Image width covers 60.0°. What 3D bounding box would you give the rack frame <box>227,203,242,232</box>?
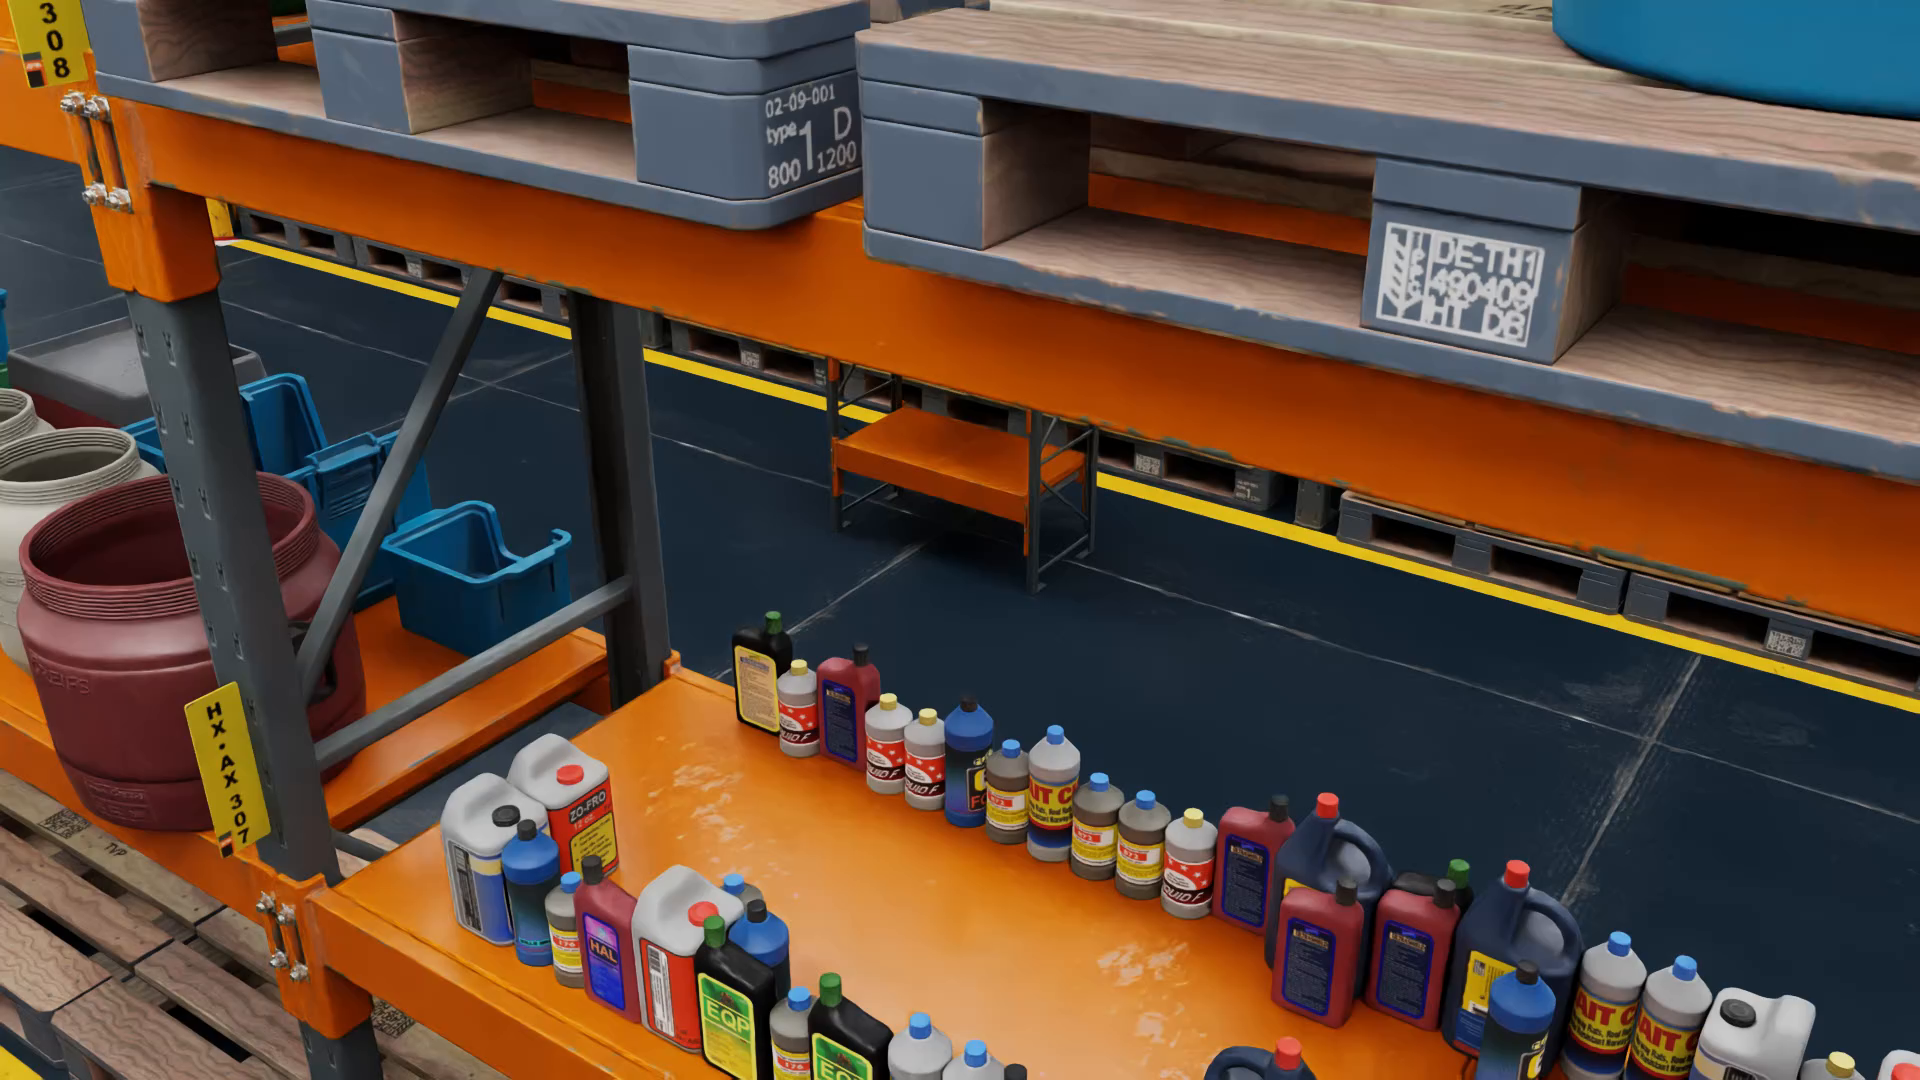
[{"bbox_3d":[-4.780,-3.629,11.074,0.127,3.000,1.000,17,32,30],"label":"rack frame"}]

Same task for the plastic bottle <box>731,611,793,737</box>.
[{"bbox_3d":[-0.418,0.273,3.536,0.133,0.283,0.061,17,32,30],"label":"plastic bottle"}]

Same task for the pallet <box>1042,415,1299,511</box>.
[{"bbox_3d":[1.158,-0.558,8.114,1.213,0.211,1.003,17,32,30],"label":"pallet"}]

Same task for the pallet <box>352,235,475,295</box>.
[{"bbox_3d":[-3.124,-1.892,10.735,1.213,0.211,1.003,17,32,30],"label":"pallet"}]

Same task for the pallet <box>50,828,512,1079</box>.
[{"bbox_3d":[-1.610,1.305,4.452,1.213,0.211,1.003,17,32,30],"label":"pallet"}]

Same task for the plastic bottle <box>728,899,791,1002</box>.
[{"bbox_3d":[-0.324,0.702,2.706,0.097,0.271,0.097,0,27,0],"label":"plastic bottle"}]

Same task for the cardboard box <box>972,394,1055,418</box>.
[{"bbox_3d":[0.403,-0.842,8.165,0.500,0.250,0.500,18,32,31],"label":"cardboard box"}]

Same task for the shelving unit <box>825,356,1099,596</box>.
[{"bbox_3d":[0.006,-0.500,6.991,1.048,1.125,0.538,17,32,30],"label":"shelving unit"}]

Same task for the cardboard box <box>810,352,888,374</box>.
[{"bbox_3d":[-0.442,-1.104,8.680,0.500,0.250,0.500,16,31,29],"label":"cardboard box"}]

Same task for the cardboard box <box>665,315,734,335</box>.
[{"bbox_3d":[-1.291,-1.367,9.198,0.500,0.250,0.500,16,31,29],"label":"cardboard box"}]

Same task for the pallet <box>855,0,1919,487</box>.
[{"bbox_3d":[0.666,-0.404,1.638,1.213,0.211,1.003,17,32,30],"label":"pallet"}]

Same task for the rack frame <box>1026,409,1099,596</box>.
[{"bbox_3d":[0.425,-0.369,6.735,0.032,1.125,0.500,17,32,30],"label":"rack frame"}]

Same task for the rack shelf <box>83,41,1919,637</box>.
[{"bbox_3d":[0.655,-0.226,1.874,4.000,0.370,1.077,17,32,30],"label":"rack shelf"}]

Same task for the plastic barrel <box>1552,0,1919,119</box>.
[{"bbox_3d":[0.810,-0.825,1.241,0.708,0.901,0.600,17,32,30],"label":"plastic barrel"}]

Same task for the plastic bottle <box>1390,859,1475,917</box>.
[{"bbox_3d":[0.786,0.648,2.799,0.133,0.283,0.061,17,32,30],"label":"plastic bottle"}]

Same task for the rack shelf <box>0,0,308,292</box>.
[{"bbox_3d":[-2.642,-1.254,3.892,4.000,0.370,1.077,17,32,30],"label":"rack shelf"}]

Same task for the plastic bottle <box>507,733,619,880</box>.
[{"bbox_3d":[-0.733,0.507,3.084,0.135,0.276,0.152,17,32,30],"label":"plastic bottle"}]

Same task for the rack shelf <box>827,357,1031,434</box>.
[{"bbox_3d":[0.006,-0.760,6.859,1.000,0.278,0.538,17,32,30],"label":"rack shelf"}]

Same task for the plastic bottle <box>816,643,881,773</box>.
[{"bbox_3d":[-0.228,0.332,3.419,0.133,0.283,0.061,17,32,30],"label":"plastic bottle"}]

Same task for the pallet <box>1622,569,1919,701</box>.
[{"bbox_3d":[3.410,0.188,6.649,1.213,0.211,1.003,17,32,30],"label":"pallet"}]

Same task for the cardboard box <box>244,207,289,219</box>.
[{"bbox_3d":[-4.464,-2.370,11.168,0.500,0.250,0.500,17,32,30],"label":"cardboard box"}]

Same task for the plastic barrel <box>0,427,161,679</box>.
[{"bbox_3d":[-1.962,0.042,3.737,0.421,0.512,0.421,0,27,0],"label":"plastic barrel"}]

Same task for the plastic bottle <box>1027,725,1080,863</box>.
[{"bbox_3d":[0.178,0.474,3.154,0.097,0.271,0.097,0,27,0],"label":"plastic bottle"}]

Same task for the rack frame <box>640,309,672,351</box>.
[{"bbox_3d":[-1.483,-2.602,9.055,0.127,3.000,1.000,17,32,30],"label":"rack frame"}]

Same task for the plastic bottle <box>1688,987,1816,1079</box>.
[{"bbox_3d":[1.184,0.800,2.508,0.135,0.276,0.152,17,32,30],"label":"plastic bottle"}]

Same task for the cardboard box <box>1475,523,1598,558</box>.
[{"bbox_3d":[2.462,-0.301,6.805,0.500,0.500,0.500,16,31,29],"label":"cardboard box"}]

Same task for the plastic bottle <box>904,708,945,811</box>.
[{"bbox_3d":[-0.063,0.430,3.317,0.097,0.201,0.097,0,27,0],"label":"plastic bottle"}]

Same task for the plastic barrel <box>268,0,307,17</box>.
[{"bbox_3d":[-1.226,-1.036,2.842,0.294,0.245,0.294,0,27,0],"label":"plastic barrel"}]

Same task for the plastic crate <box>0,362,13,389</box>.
[{"bbox_3d":[-2.695,-0.315,4.795,0.662,0.188,0.450,17,32,30],"label":"plastic crate"}]

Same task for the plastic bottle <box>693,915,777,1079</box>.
[{"bbox_3d":[-0.354,0.730,2.636,0.133,0.283,0.061,17,32,30],"label":"plastic bottle"}]

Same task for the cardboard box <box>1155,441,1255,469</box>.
[{"bbox_3d":[1.243,-0.580,7.652,0.500,0.250,0.500,18,32,31],"label":"cardboard box"}]

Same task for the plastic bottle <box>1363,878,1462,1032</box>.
[{"bbox_3d":[0.752,0.671,2.754,0.133,0.283,0.061,17,32,30],"label":"plastic bottle"}]

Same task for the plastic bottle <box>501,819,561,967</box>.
[{"bbox_3d":[-0.739,0.605,2.895,0.097,0.271,0.097,0,27,0],"label":"plastic bottle"}]

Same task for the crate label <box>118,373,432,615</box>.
[{"bbox_3d":[-1.659,-0.096,4.092,0.616,0.435,0.502,17,32,30],"label":"crate label"}]

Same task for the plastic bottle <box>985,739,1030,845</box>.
[{"bbox_3d":[0.097,0.480,3.219,0.097,0.201,0.097,0,27,0],"label":"plastic bottle"}]

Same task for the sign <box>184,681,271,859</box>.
[{"bbox_3d":[-1.299,0.411,2.955,0.005,0.325,0.100,17,32,30],"label":"sign"}]

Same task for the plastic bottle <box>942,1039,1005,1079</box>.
[{"bbox_3d":[0.022,0.843,2.429,0.097,0.271,0.097,0,27,0],"label":"plastic bottle"}]

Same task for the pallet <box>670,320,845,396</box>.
[{"bbox_3d":[-0.853,-1.185,9.345,1.213,0.211,1.003,17,32,30],"label":"pallet"}]

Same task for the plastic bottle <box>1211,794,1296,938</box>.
[{"bbox_3d":[0.524,0.566,2.959,0.133,0.283,0.061,17,32,30],"label":"plastic bottle"}]

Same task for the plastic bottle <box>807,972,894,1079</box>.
[{"bbox_3d":[-0.163,0.790,2.520,0.133,0.283,0.061,17,32,30],"label":"plastic bottle"}]

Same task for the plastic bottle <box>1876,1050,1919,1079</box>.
[{"bbox_3d":[1.375,0.860,2.391,0.135,0.276,0.152,17,32,30],"label":"plastic bottle"}]

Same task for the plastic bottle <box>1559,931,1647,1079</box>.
[{"bbox_3d":[1.023,0.737,2.636,0.097,0.271,0.097,0,27,0],"label":"plastic bottle"}]

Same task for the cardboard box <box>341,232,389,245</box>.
[{"bbox_3d":[-3.638,-2.114,10.666,0.500,0.250,0.500,17,32,30],"label":"cardboard box"}]

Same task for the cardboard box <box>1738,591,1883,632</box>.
[{"bbox_3d":[3.306,-0.038,6.288,0.500,0.500,0.500,16,31,29],"label":"cardboard box"}]

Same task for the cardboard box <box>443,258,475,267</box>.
[{"bbox_3d":[-2.816,-1.856,10.158,0.500,0.250,0.500,17,32,30],"label":"cardboard box"}]

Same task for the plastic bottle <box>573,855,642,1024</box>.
[{"bbox_3d":[-0.574,0.662,2.771,0.133,0.283,0.061,17,32,30],"label":"plastic bottle"}]

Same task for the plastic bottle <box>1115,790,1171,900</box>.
[{"bbox_3d":[0.338,0.555,3.072,0.097,0.201,0.097,0,27,0],"label":"plastic bottle"}]
